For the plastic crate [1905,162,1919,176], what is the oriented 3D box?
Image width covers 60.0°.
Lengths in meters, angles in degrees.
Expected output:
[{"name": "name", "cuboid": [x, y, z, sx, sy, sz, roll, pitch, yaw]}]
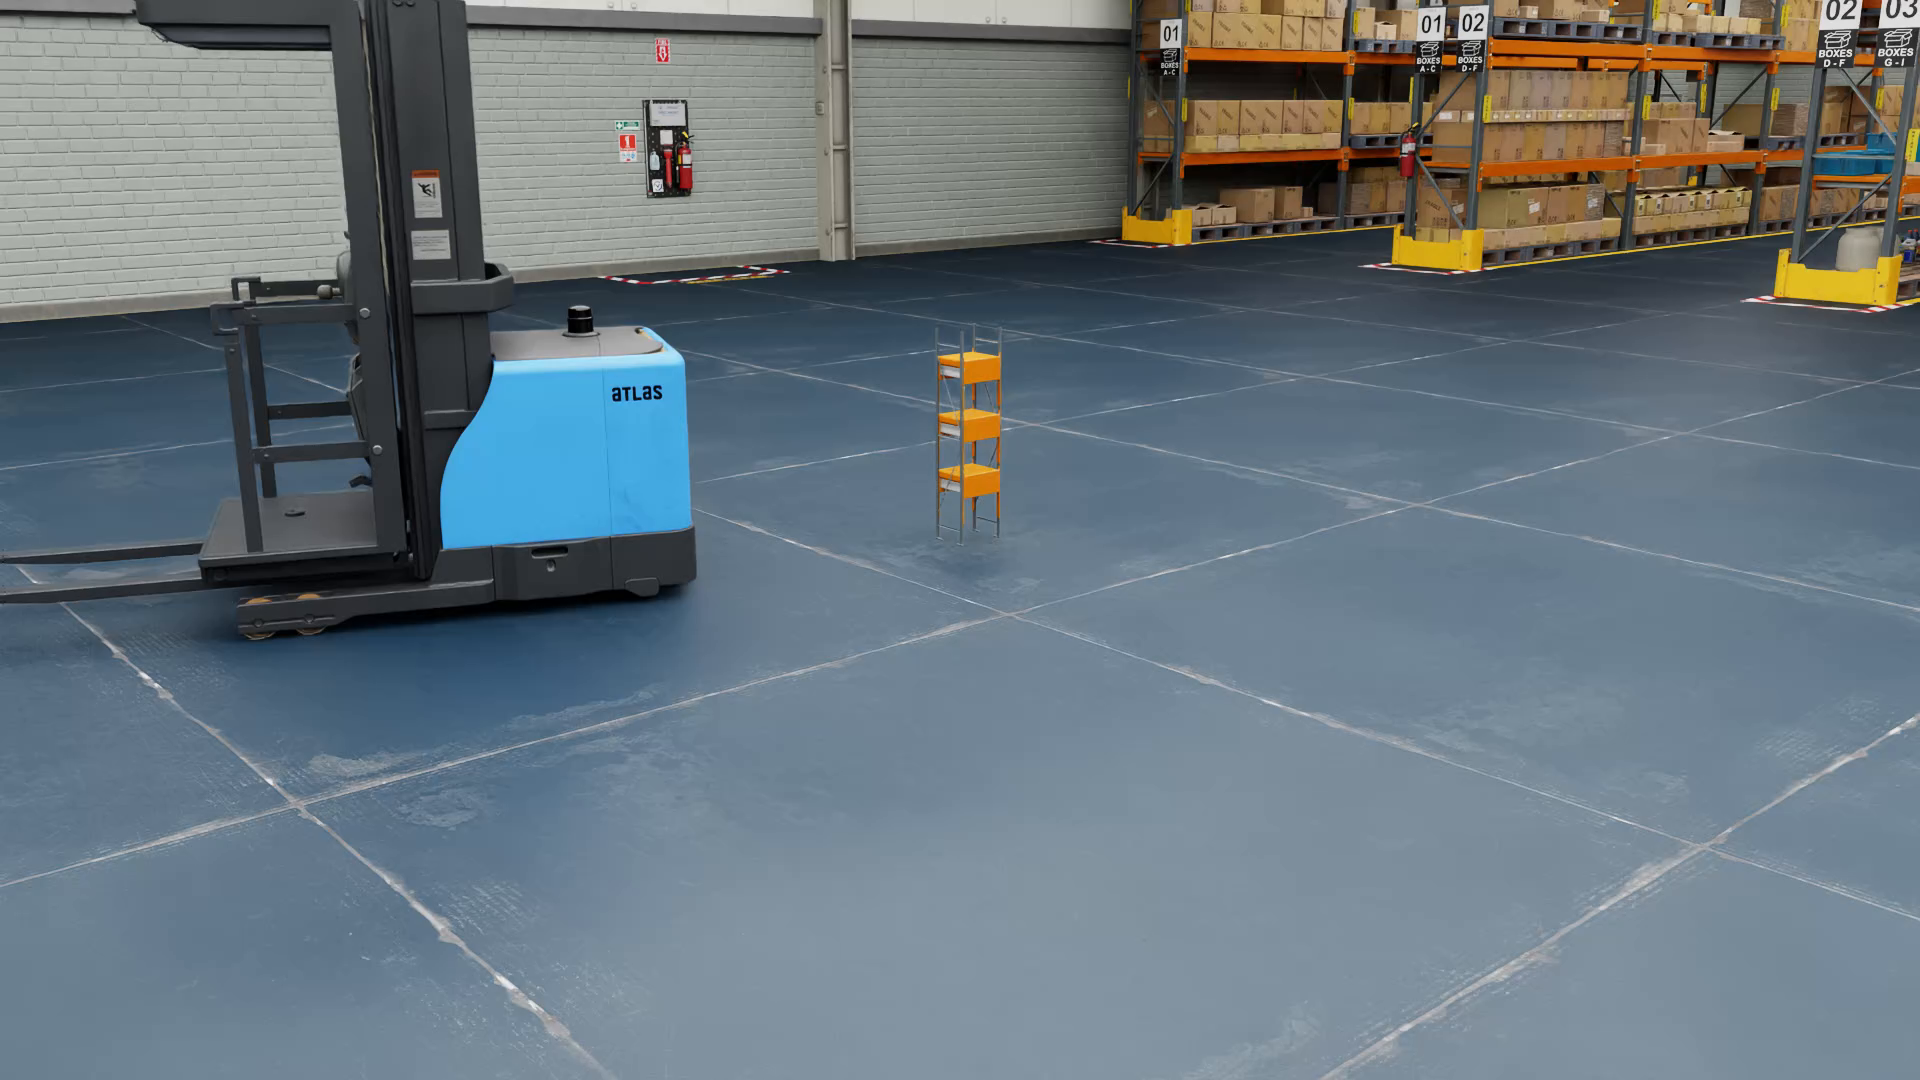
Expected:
[{"name": "plastic crate", "cuboid": [10.300, -3.986, 17.872, 0.250, 0.136, 0.298, -13, 19, -39]}]

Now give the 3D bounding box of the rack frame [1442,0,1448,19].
[{"name": "rack frame", "cuboid": [8.945, -10.207, 29.025, 0.127, 3.000, 1.000, -13, 19, -39]}]

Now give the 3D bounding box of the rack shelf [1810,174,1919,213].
[{"name": "rack shelf", "cuboid": [10.922, -4.016, 18.866, 4.000, 0.370, 1.077, -13, 19, -39]}]

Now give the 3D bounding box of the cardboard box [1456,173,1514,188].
[{"name": "cardboard box", "cuboid": [9.586, -6.572, 30.393, 0.750, 0.750, 0.750, -13, 20, -40]}]

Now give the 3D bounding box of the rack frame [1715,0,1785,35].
[{"name": "rack frame", "cuboid": [12.200, -9.243, 25.417, 0.127, 3.000, 1.000, -13, 19, -39]}]

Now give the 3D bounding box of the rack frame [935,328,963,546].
[{"name": "rack frame", "cuboid": [-0.052, -0.496, 8.071, 0.008, 1.050, 0.200, -13, 19, -39]}]

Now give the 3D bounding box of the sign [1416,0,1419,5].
[{"name": "sign", "cuboid": [5.819, -6.936, 21.030, 0.005, 0.325, 0.100, -13, 19, -39]}]

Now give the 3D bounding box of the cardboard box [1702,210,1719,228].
[{"name": "cardboard box", "cuboid": [11.195, -4.910, 25.334, 0.500, 0.250, 0.500, -12, 19, -38]}]

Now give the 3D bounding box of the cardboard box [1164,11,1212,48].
[{"name": "cardboard box", "cuboid": [3.327, -7.468, 24.353, 0.500, 0.500, 0.500, -12, 19, -38]}]

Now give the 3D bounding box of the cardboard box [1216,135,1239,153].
[{"name": "cardboard box", "cuboid": [3.869, -6.002, 25.160, 0.500, 0.250, 0.500, -13, 20, -41]}]

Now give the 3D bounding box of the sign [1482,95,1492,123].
[{"name": "sign", "cuboid": [6.525, -5.337, 20.587, 0.005, 0.325, 0.100, -13, 19, -39]}]

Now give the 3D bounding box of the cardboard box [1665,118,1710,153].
[{"name": "cardboard box", "cuboid": [10.945, -6.106, 25.102, 0.500, 0.500, 0.500, -14, 20, -42]}]

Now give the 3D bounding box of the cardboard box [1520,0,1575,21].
[{"name": "cardboard box", "cuboid": [7.597, -6.986, 21.499, 0.500, 0.500, 0.500, -13, 19, -39]}]

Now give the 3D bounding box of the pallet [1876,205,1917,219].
[{"name": "pallet", "cuboid": [16.657, -5.999, 30.300, 1.213, 0.211, 1.003, -13, 19, -39]}]

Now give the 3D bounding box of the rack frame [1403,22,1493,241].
[{"name": "rack frame", "cuboid": [6.165, -4.990, 21.117, 0.127, 3.000, 1.000, -13, 19, -39]}]

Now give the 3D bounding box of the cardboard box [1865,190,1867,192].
[{"name": "cardboard box", "cuboid": [16.027, -6.215, 30.062, 0.500, 0.311, 0.500, -13, 19, -39]}]

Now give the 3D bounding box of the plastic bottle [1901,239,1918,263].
[{"name": "plastic bottle", "cuboid": [11.203, -3.414, 19.645, 0.135, 0.276, 0.152, -13, 19, -39]}]

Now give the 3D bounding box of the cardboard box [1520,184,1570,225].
[{"name": "cardboard box", "cuboid": [7.849, -4.527, 22.448, 0.500, 0.500, 0.500, -13, 19, -39]}]

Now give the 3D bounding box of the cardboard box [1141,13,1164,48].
[{"name": "cardboard box", "cuboid": [3.059, -7.580, 24.772, 0.500, 0.500, 0.500, -11, 18, -35]}]

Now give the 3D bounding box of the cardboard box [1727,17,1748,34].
[{"name": "cardboard box", "cuboid": [11.511, -7.744, 25.095, 0.500, 0.250, 0.500, -12, 19, -38]}]

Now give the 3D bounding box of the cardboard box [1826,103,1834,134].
[{"name": "cardboard box", "cuboid": [14.236, -7.108, 28.041, 0.500, 0.500, 0.700, -9, 17, -31]}]

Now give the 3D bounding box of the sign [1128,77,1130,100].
[{"name": "sign", "cuboid": [2.561, -6.777, 24.952, 0.005, 0.325, 0.100, -13, 19, -39]}]

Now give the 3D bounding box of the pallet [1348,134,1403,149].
[{"name": "pallet", "cuboid": [6.600, -6.639, 27.665, 1.213, 0.211, 1.003, -13, 19, -39]}]

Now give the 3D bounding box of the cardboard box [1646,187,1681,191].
[{"name": "cardboard box", "cuboid": [10.835, -5.282, 25.640, 0.500, 0.311, 0.500, -13, 20, -41]}]

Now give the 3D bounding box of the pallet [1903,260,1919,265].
[{"name": "pallet", "cuboid": [11.897, -3.249, 20.006, 1.213, 0.211, 1.003, -13, 19, -39]}]

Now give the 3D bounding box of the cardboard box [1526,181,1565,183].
[{"name": "cardboard box", "cuboid": [8.255, -4.800, 23.469, 0.500, 0.500, 0.500, -13, 19, -39]}]

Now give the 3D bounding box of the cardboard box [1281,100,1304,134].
[{"name": "cardboard box", "cuboid": [5.014, -6.621, 26.025, 0.500, 0.500, 0.500, -13, 20, -41]}]

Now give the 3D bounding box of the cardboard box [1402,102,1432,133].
[{"name": "cardboard box", "cuboid": [7.672, -7.272, 28.617, 0.500, 0.500, 0.700, -13, 19, -39]}]

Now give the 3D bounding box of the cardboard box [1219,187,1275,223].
[{"name": "cardboard box", "cuboid": [4.508, -5.269, 26.155, 0.500, 0.500, 0.700, -14, 21, -43]}]

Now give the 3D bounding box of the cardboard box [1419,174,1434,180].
[{"name": "cardboard box", "cuboid": [7.965, -6.459, 29.157, 0.500, 0.250, 0.500, -12, 19, -38]}]

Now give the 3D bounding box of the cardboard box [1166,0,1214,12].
[{"name": "cardboard box", "cuboid": [3.360, -7.962, 24.261, 0.500, 0.500, 0.500, 14, 21, 43]}]

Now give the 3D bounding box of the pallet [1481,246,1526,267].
[{"name": "pallet", "cuboid": [6.714, -3.780, 21.993, 1.213, 0.211, 1.003, -13, 19, -39]}]

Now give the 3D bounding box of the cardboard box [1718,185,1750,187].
[{"name": "cardboard box", "cuboid": [12.751, -5.554, 27.221, 0.500, 0.500, 0.500, -12, 19, -37]}]

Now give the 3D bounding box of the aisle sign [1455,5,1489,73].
[{"name": "aisle sign", "cuboid": [6.316, -6.175, 20.517, 0.004, 0.787, 0.394, -13, 19, -39]}]

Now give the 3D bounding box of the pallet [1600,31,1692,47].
[{"name": "pallet", "cuboid": [9.839, -7.176, 23.860, 1.217, 0.209, 0.805, -14, 20, -42]}]

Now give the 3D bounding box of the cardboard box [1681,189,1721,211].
[{"name": "cardboard box", "cuboid": [11.196, -5.179, 25.255, 0.500, 0.311, 0.500, -13, 20, -40]}]

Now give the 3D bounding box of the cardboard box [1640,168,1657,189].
[{"name": "cardboard box", "cuboid": [13.761, -7.351, 33.987, 0.500, 0.500, 0.700, -13, 20, -41]}]

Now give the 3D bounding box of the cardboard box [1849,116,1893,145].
[{"name": "cardboard box", "cuboid": [15.781, -7.104, 28.839, 0.500, 0.500, 0.500, -12, 19, -38]}]

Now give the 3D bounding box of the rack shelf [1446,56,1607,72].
[{"name": "rack shelf", "cuboid": [10.454, -8.749, 30.773, 4.000, 0.370, 1.077, -13, 19, -39]}]

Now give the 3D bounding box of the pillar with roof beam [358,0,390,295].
[{"name": "pillar with roof beam", "cuboid": [-3.356, -6.268, 14.277, 0.400, 9.000, 9.100, -13, 19, -39]}]

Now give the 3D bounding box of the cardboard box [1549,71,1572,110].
[{"name": "cardboard box", "cuboid": [7.716, -6.011, 22.233, 0.500, 0.500, 0.700, -13, 19, -39]}]

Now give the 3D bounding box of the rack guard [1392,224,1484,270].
[{"name": "rack guard", "cuboid": [6.147, -3.778, 21.425, 0.348, 0.500, 1.175, -13, 19, -39]}]

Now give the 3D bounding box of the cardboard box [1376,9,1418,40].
[{"name": "cardboard box", "cuboid": [7.323, -8.617, 27.878, 0.500, 0.500, 0.500, -14, 20, -41]}]

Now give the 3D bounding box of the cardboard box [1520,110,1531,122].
[{"name": "cardboard box", "cuboid": [7.181, -5.505, 21.598, 0.250, 0.149, 0.380, -13, 20, -40]}]

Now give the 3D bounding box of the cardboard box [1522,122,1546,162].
[{"name": "cardboard box", "cuboid": [7.297, -5.287, 22.038, 0.500, 0.500, 0.700, -12, 19, -39]}]

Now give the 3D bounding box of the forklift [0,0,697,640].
[{"name": "forklift", "cuboid": [-2.738, -1.165, 6.932, 3.031, 2.935, 1.130, -5, 16, -18]}]

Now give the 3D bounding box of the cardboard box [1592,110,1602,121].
[{"name": "cardboard box", "cuboid": [8.537, -5.810, 22.738, 0.250, 0.149, 0.380, -13, 20, -39]}]

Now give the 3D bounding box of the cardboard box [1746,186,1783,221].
[{"name": "cardboard box", "cuboid": [12.731, -5.371, 26.537, 0.500, 0.500, 0.500, -12, 19, -37]}]

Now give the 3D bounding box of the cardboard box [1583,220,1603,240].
[{"name": "cardboard box", "cuboid": [8.592, -4.338, 23.191, 0.500, 0.250, 0.500, -13, 19, -39]}]

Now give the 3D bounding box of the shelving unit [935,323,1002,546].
[{"name": "shelving unit", "cuboid": [0.040, -0.516, 8.148, 0.252, 1.050, 0.215, -13, 19, -39]}]

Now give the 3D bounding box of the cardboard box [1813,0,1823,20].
[{"name": "cardboard box", "cuboid": [13.785, -8.474, 27.147, 0.600, 0.600, 0.600, -14, 20, -41]}]

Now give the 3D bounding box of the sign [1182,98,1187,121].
[{"name": "sign", "cuboid": [3.267, -6.266, 24.218, 0.005, 0.325, 0.100, -13, 19, -39]}]

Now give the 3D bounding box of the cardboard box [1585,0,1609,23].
[{"name": "cardboard box", "cuboid": [8.629, -7.401, 23.054, 0.500, 0.500, 0.500, -11, 18, -35]}]
